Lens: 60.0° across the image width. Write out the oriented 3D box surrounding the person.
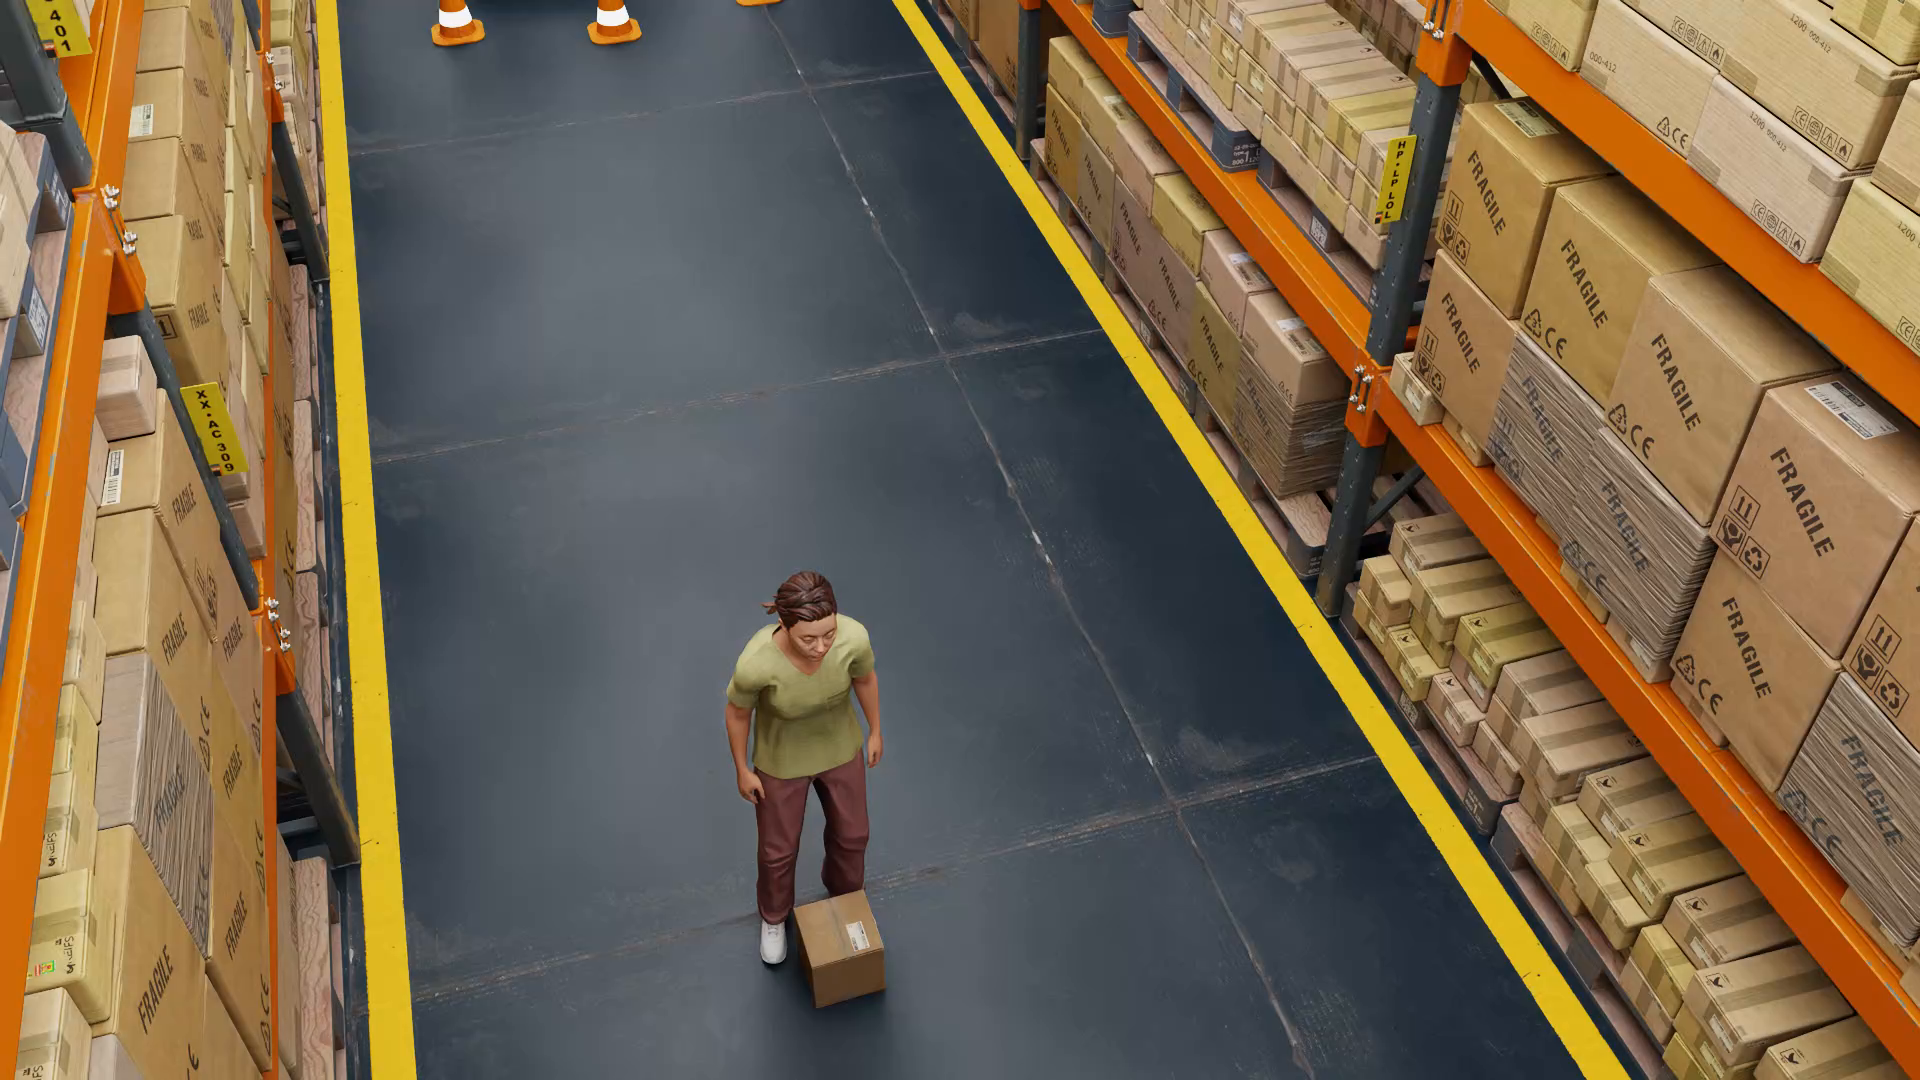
[{"bbox_3d":[-0.486,0.714,5.380,0.521,1.672,0.363,-14,44,-15],"label":"person"}]
